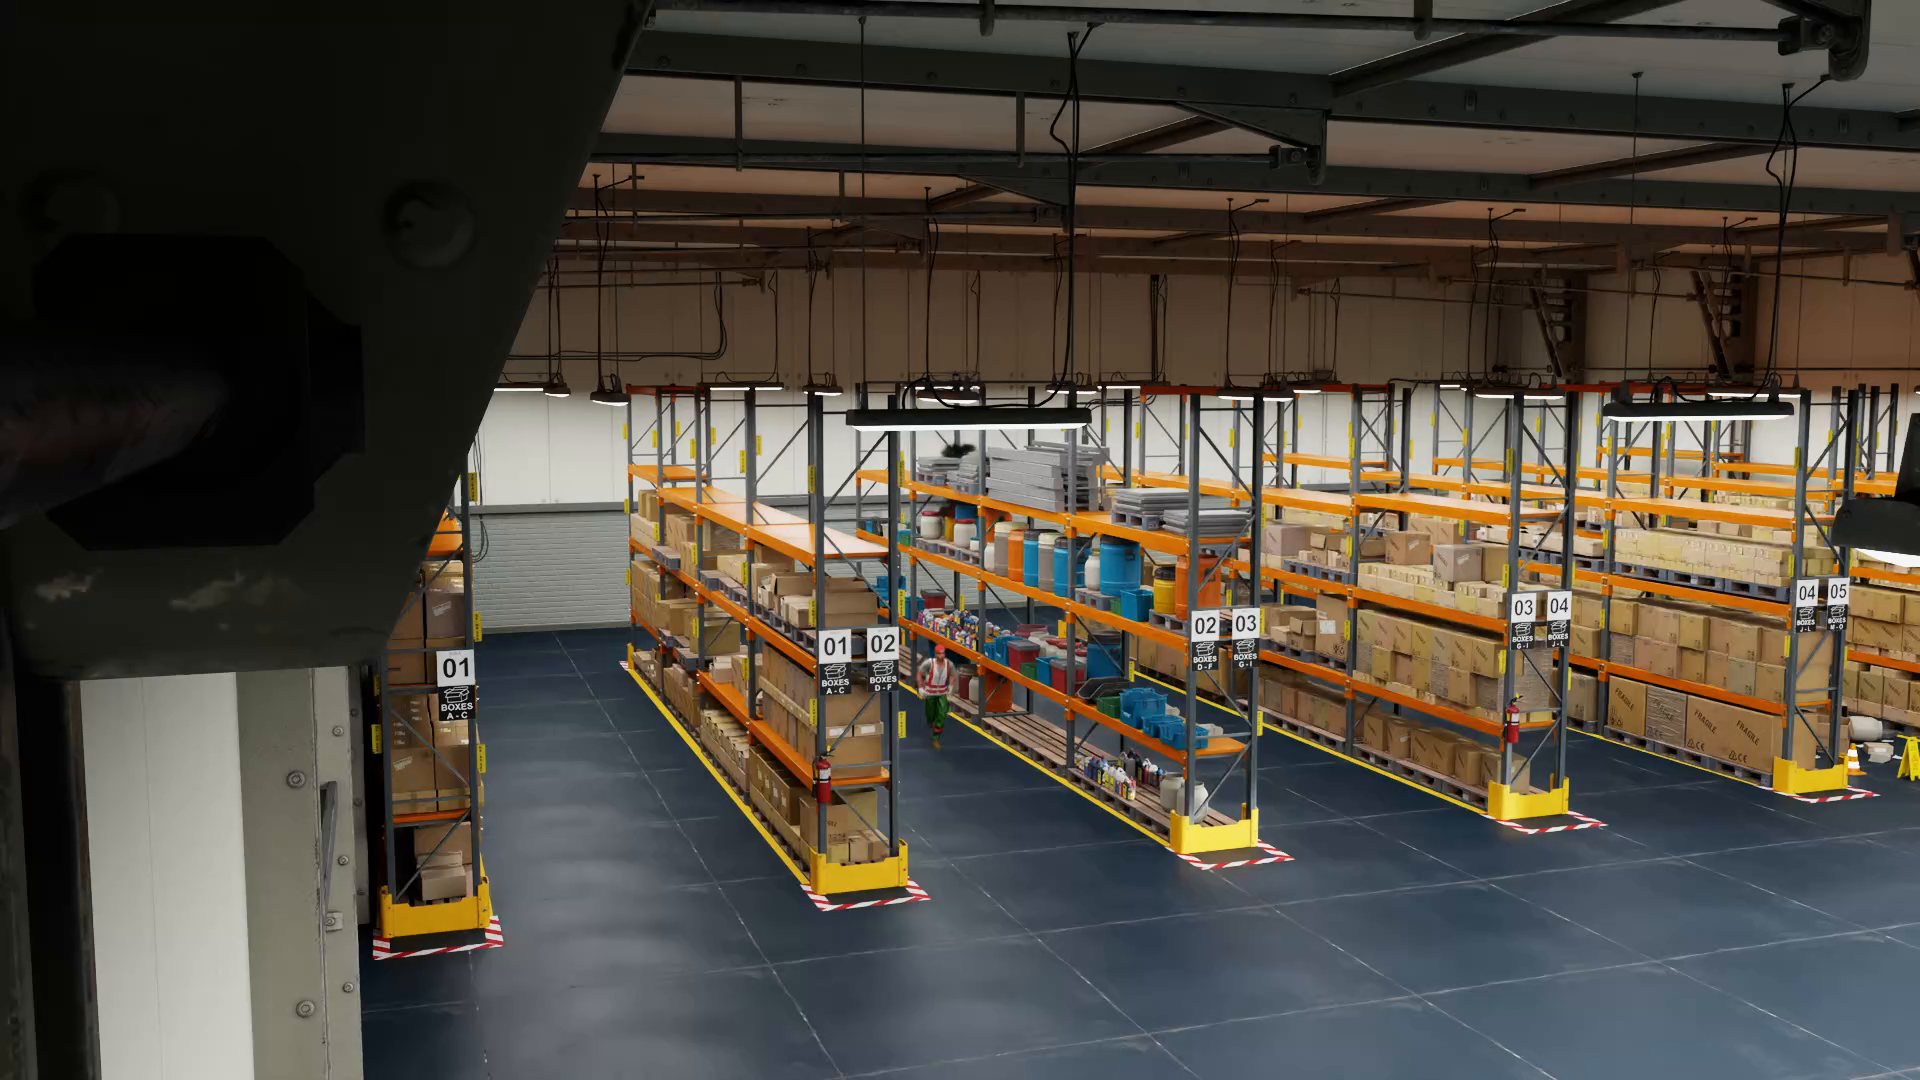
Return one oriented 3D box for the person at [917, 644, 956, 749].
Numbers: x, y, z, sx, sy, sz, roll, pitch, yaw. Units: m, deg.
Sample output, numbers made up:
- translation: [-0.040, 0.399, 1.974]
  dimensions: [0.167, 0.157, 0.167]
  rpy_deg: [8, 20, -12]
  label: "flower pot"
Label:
- translation: [-0.405, 2.597, 28.021]
  dimensions: [0.678, 1.755, 0.811]
  rpy_deg: [-1, 6, -13]
  label: "person"
